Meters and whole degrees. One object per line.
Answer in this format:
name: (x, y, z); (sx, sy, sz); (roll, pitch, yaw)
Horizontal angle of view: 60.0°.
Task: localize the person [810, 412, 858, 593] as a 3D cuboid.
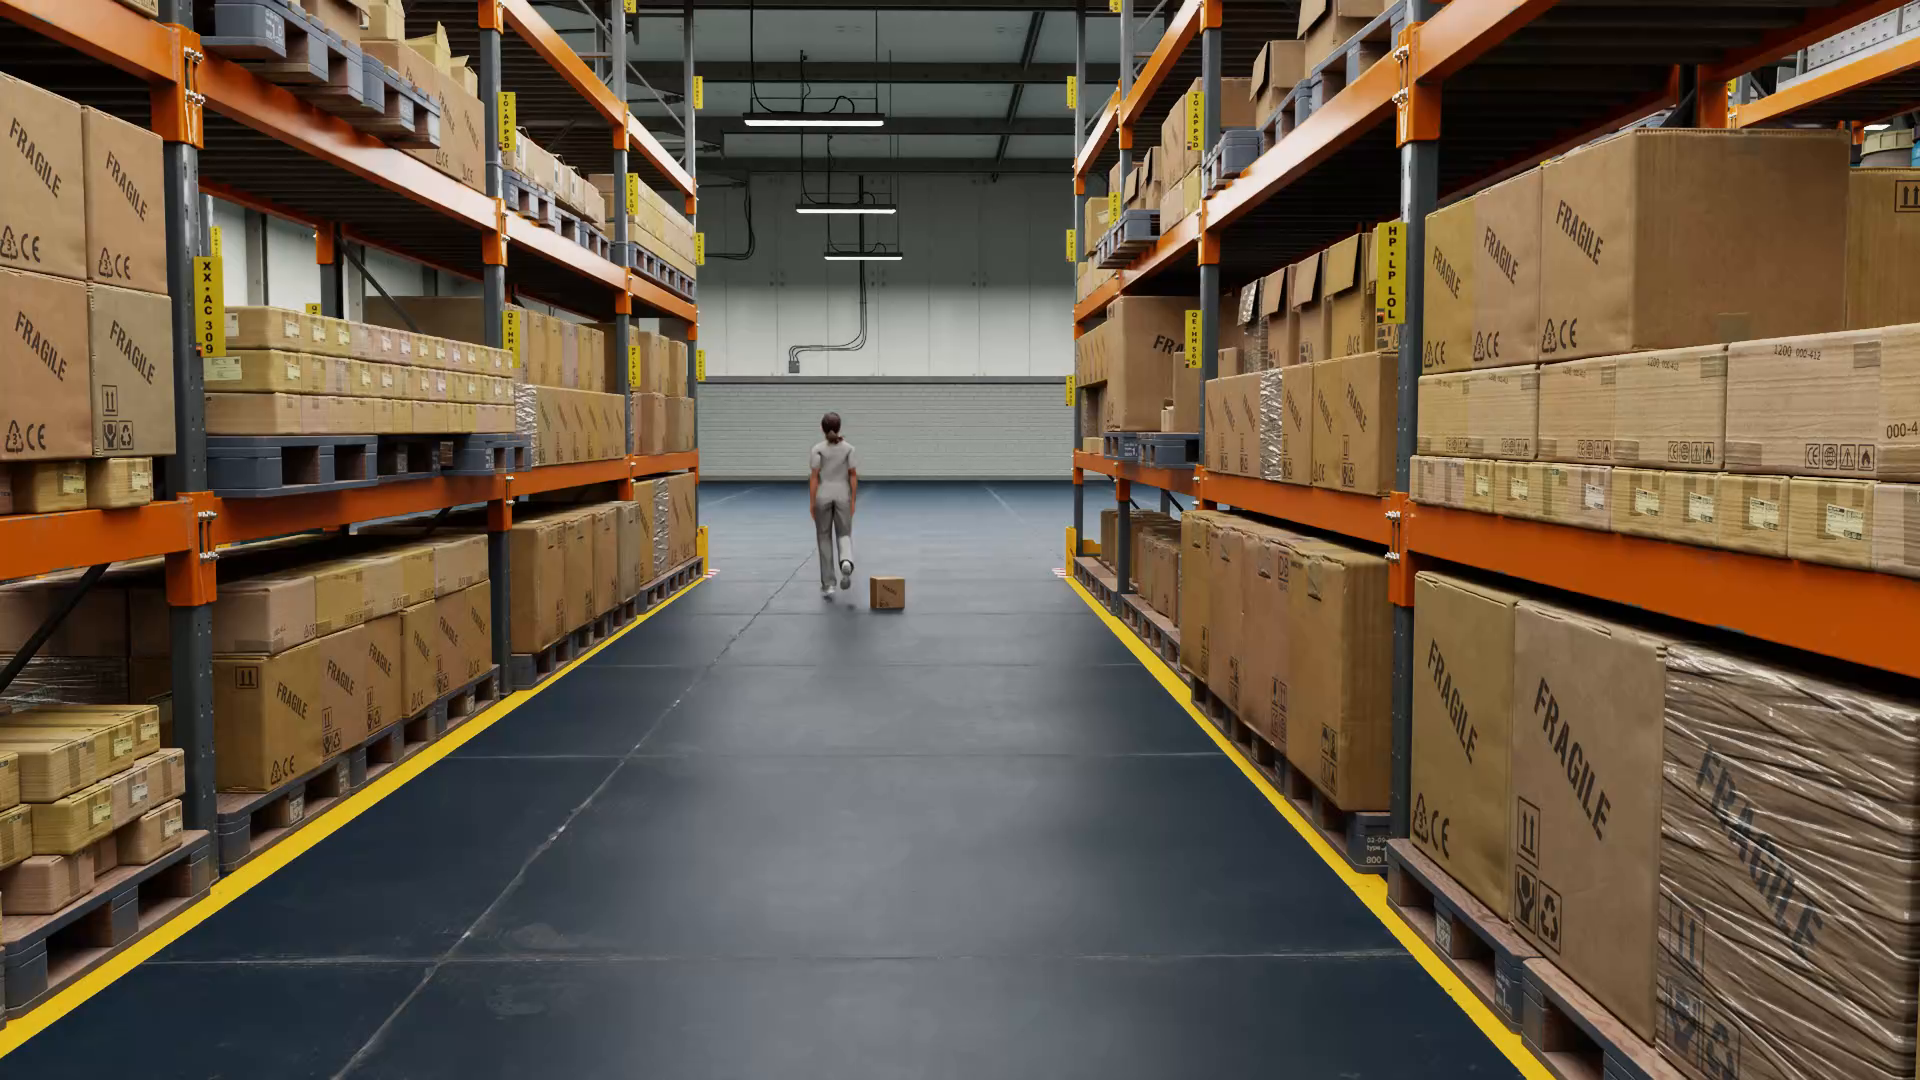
person: (-1.152, -0.337, 15.200); (0.444, 1.660, 0.589); (-1, 4, -15)
